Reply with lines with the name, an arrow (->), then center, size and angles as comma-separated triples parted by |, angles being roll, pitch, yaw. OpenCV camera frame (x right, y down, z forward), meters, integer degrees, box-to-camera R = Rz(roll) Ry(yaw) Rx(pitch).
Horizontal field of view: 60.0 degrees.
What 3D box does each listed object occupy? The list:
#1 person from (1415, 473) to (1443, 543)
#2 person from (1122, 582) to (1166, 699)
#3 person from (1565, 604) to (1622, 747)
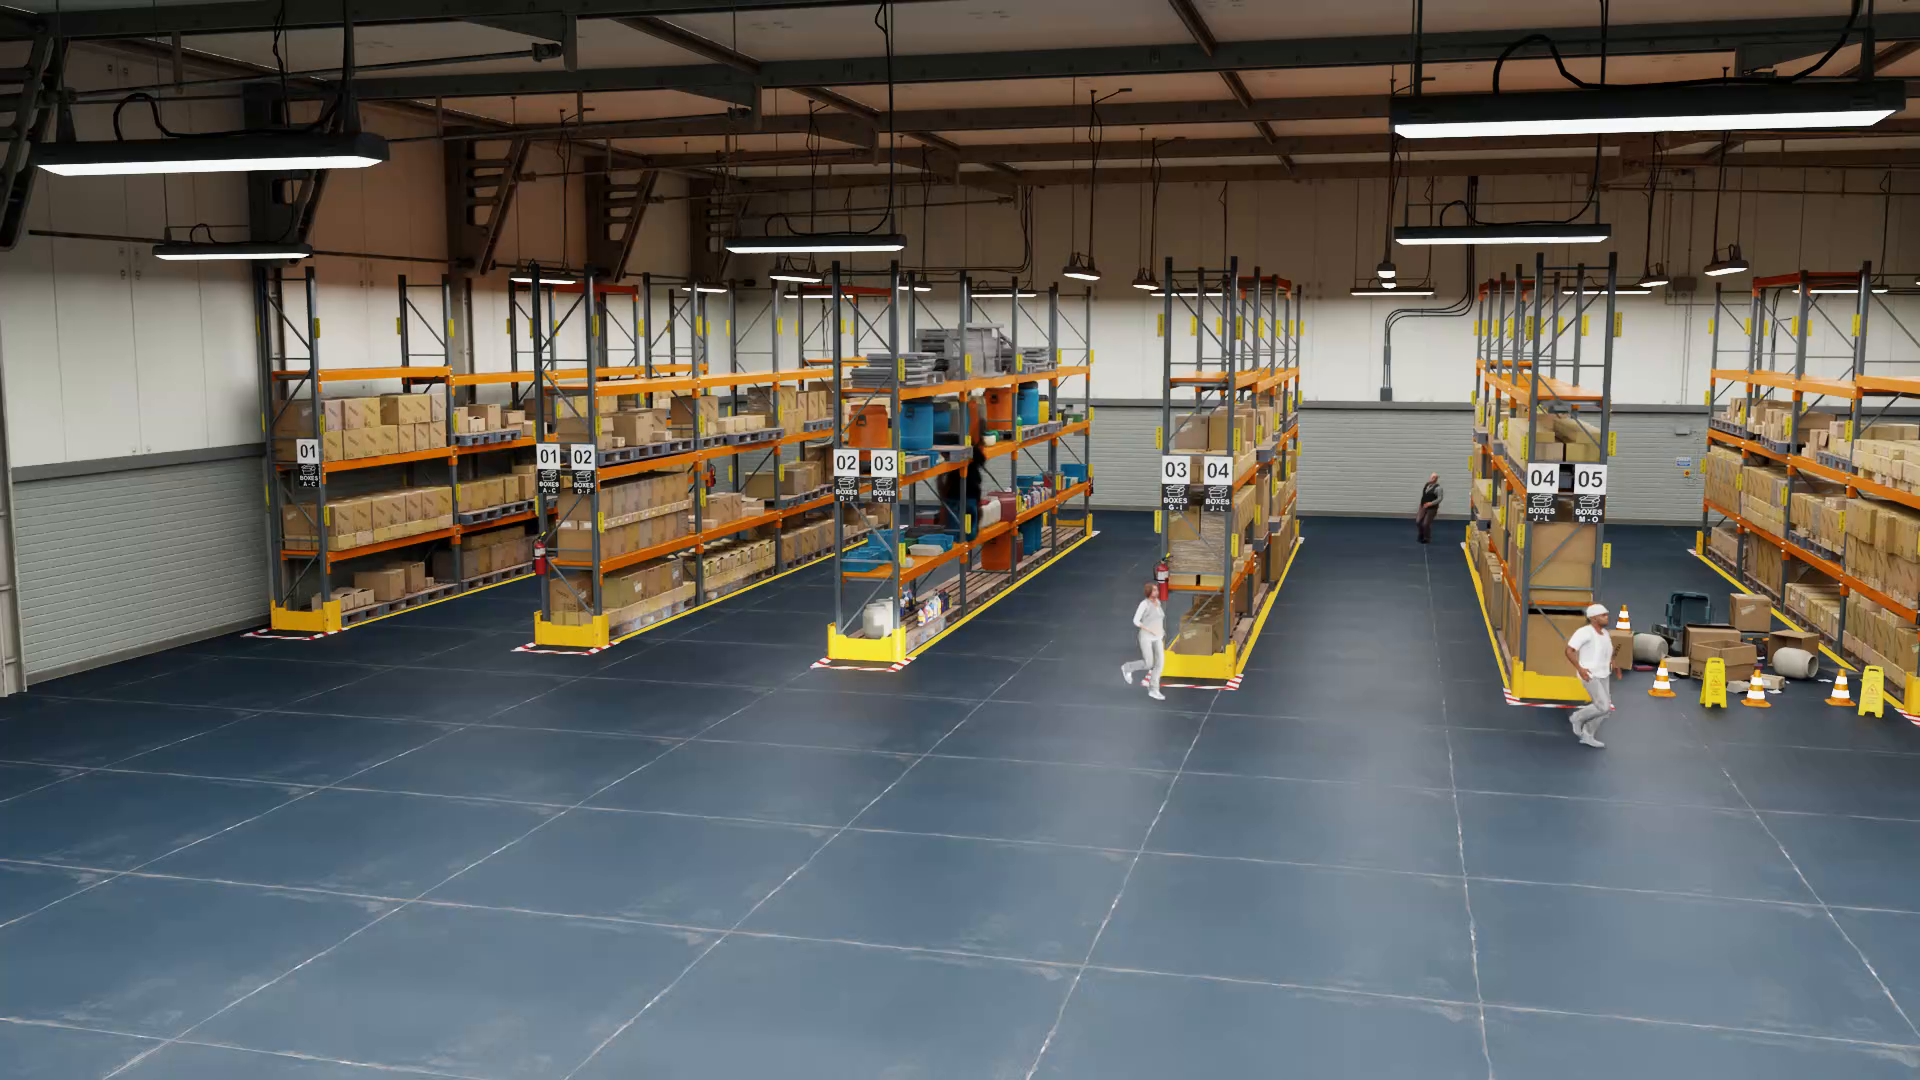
person -> 10.907, -0.735, 38.713 | 0.546, 1.668, 0.697 | -6, 9, -40
person -> 2.587, 1.358, 22.740 | 0.538, 1.577, 0.710 | -7, 10, -42
person -> 7.615, 1.628, 19.960 | 0.703, 1.728, 0.541 | -5, 9, -36
